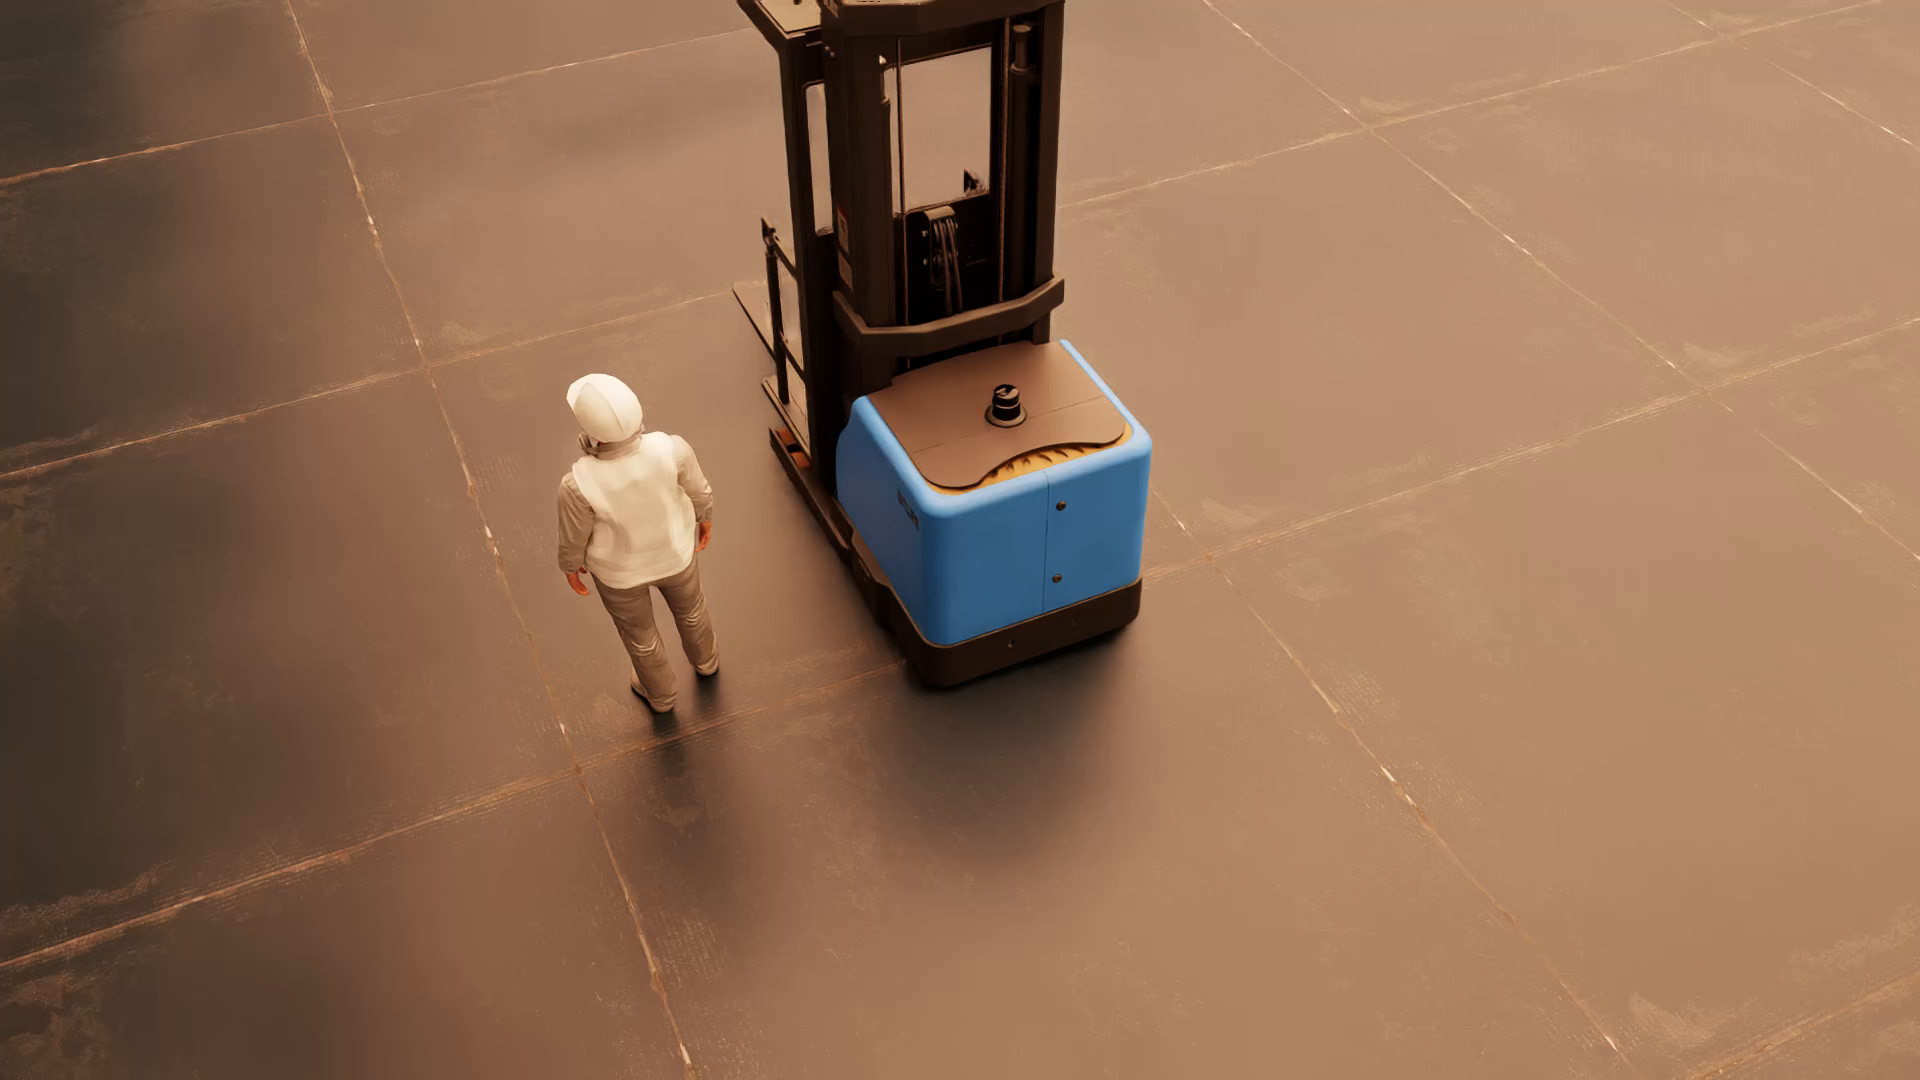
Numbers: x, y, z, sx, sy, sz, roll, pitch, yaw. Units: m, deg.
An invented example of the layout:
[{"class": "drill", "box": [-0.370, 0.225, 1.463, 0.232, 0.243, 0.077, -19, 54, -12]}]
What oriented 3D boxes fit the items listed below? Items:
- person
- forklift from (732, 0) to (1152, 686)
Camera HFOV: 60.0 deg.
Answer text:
[{"class": "person", "box": [-1.272, -0.001, 6.519, 0.633, 1.773, 0.567, -19, 46, -20]}, {"class": "forklift", "box": [-0.287, -1.461, 7.245, 1.130, 2.935, 3.031, -18, 46, -18]}]
